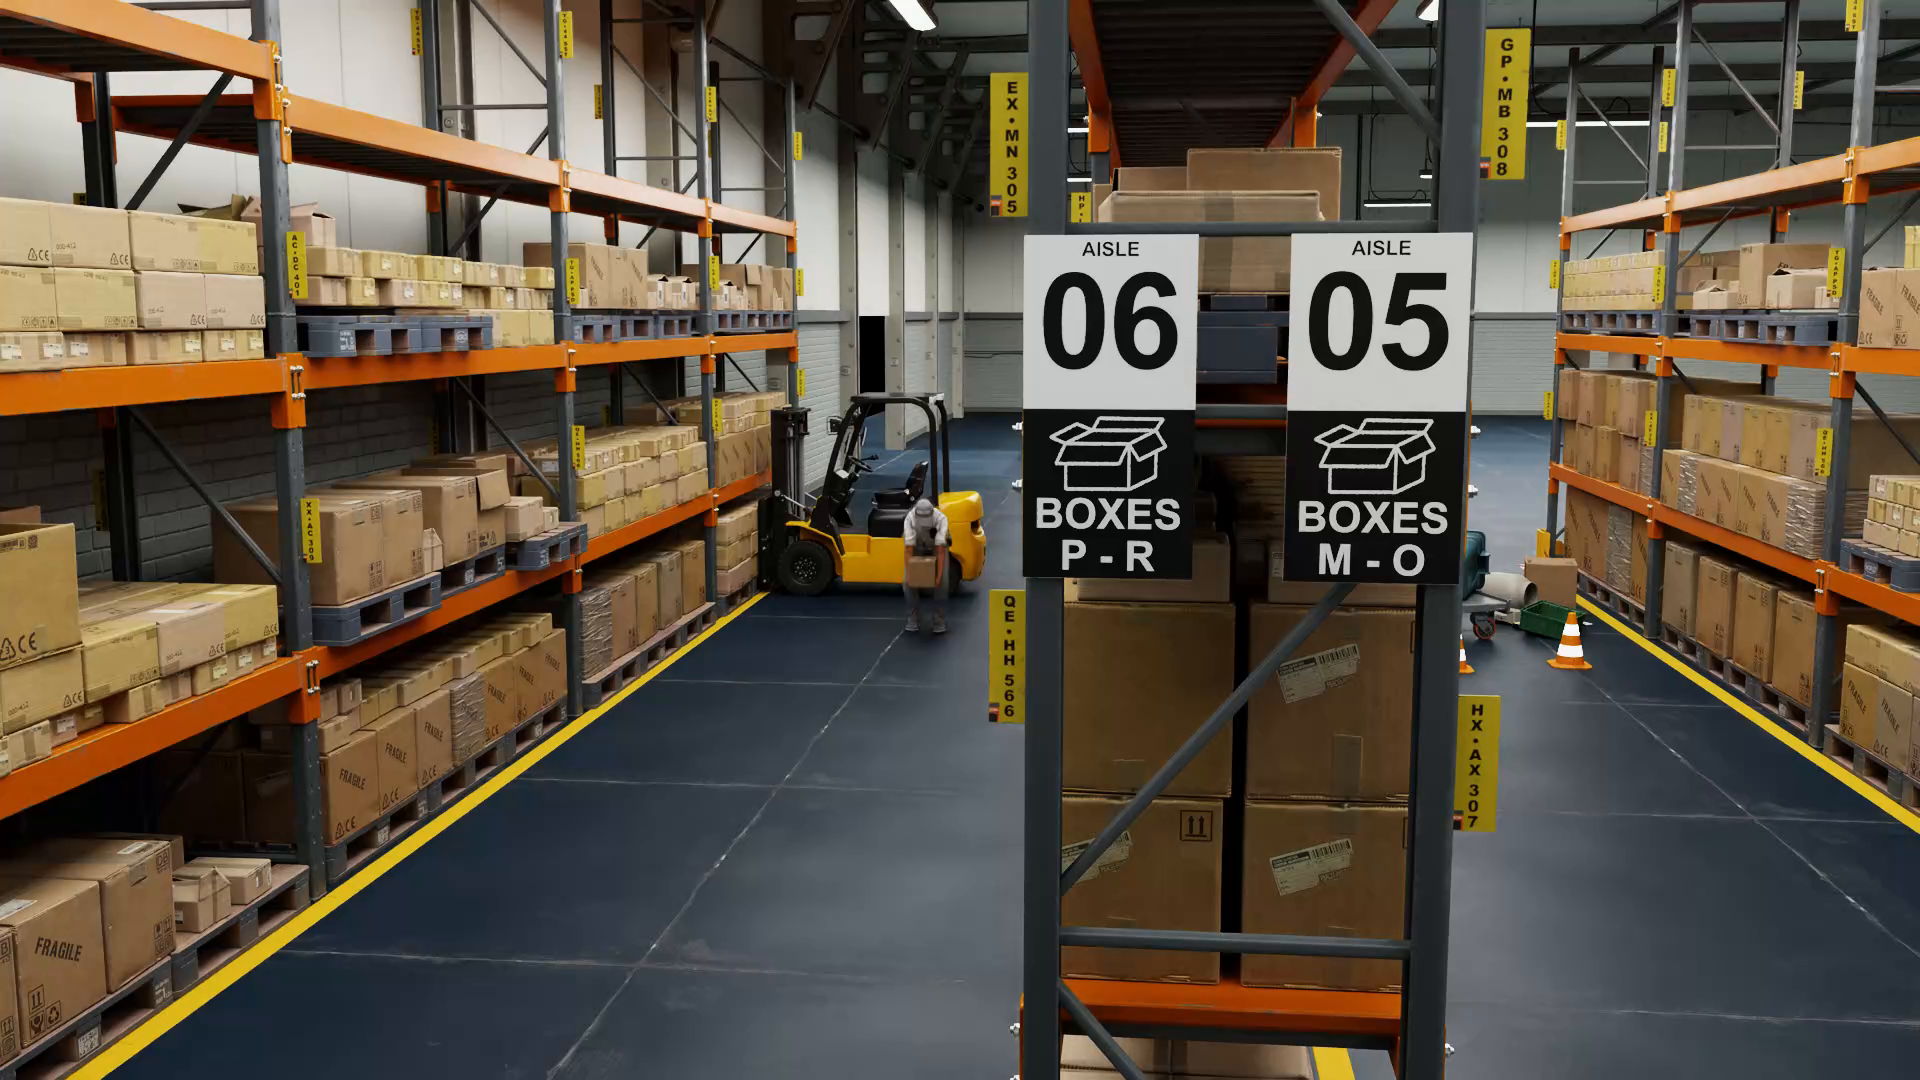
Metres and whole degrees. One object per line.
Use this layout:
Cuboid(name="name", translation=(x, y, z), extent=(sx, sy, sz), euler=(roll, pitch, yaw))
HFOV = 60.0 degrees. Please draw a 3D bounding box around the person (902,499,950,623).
Cuboid(name="person", translation=(-0.334, 0.200, 15.832), extent=(0.456, 1.250, 0.872), euler=(1, 8, 4))
